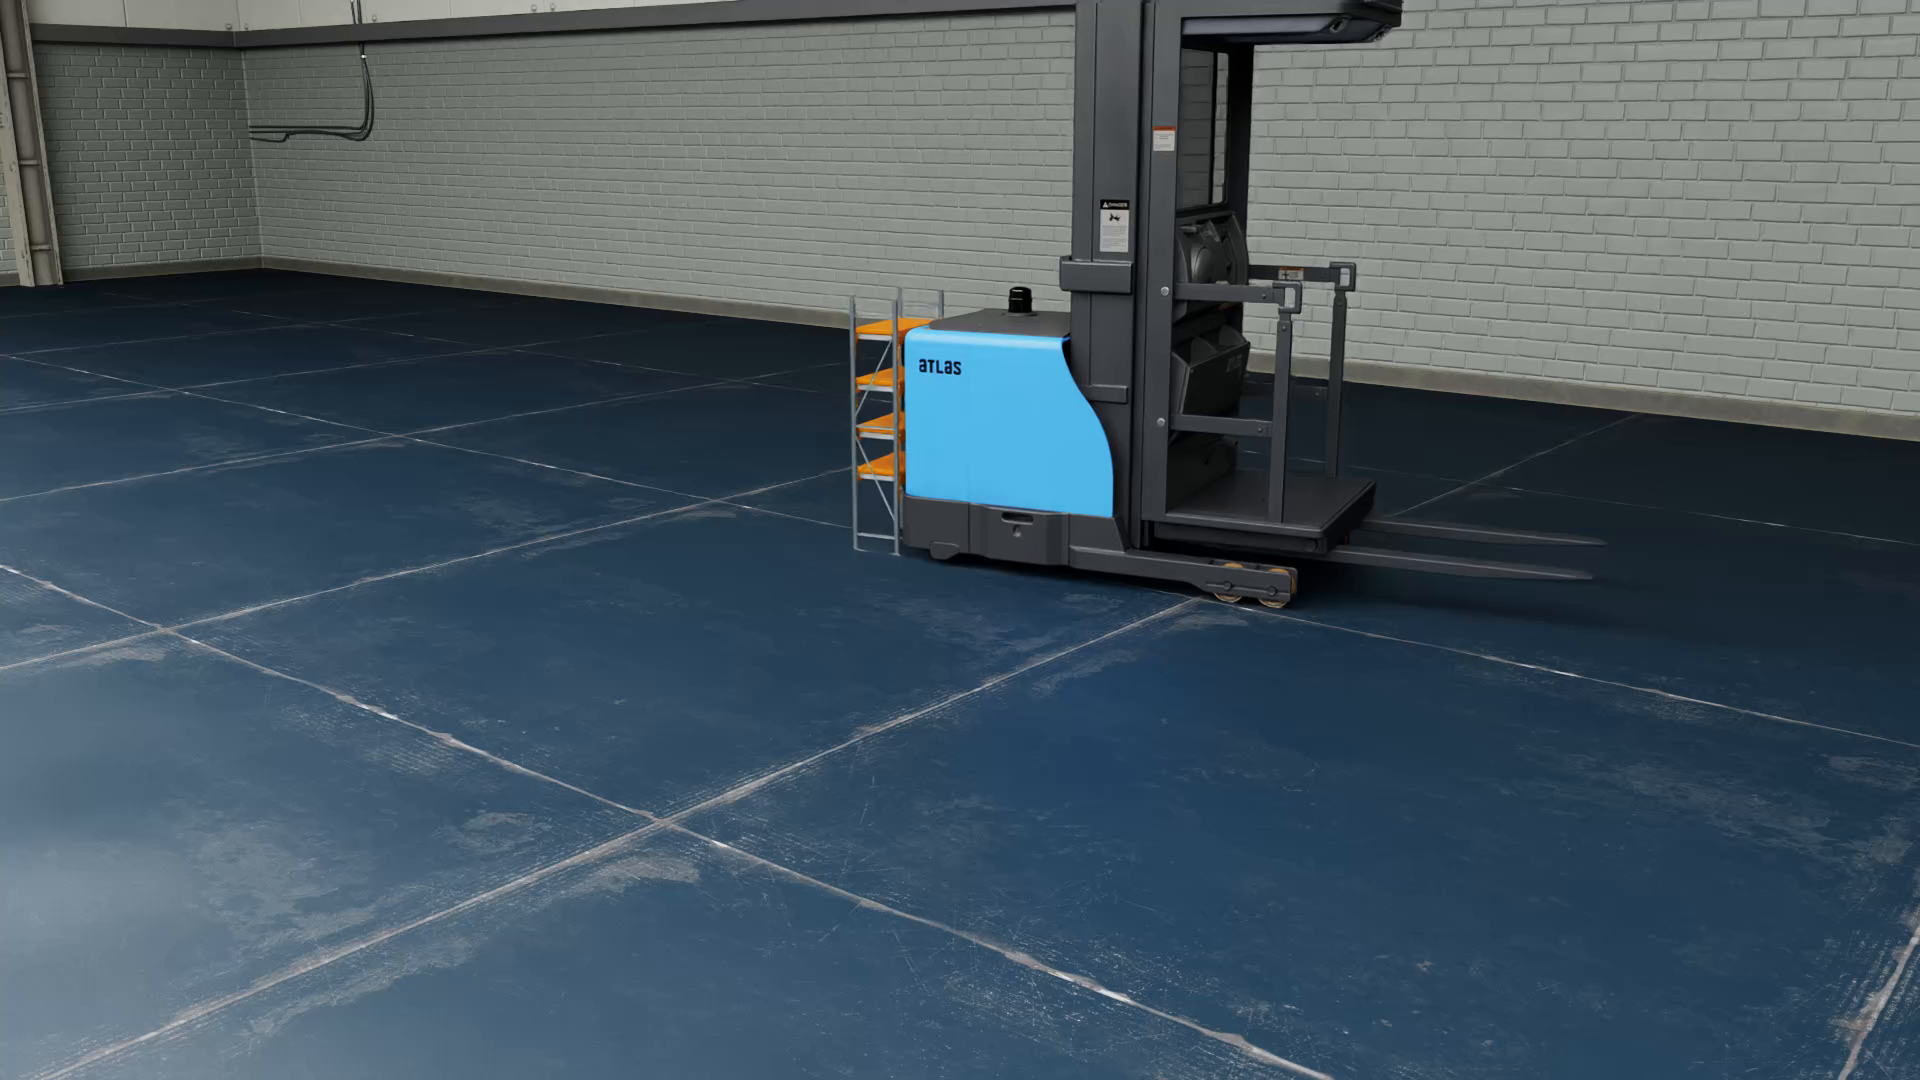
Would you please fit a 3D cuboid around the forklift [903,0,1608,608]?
[{"bbox_3d":[1.291,-1.283,7.222,3.031,2.935,1.130,7,16,24],"label":"forklift"}]

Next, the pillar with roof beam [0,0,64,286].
[{"bbox_3d":[-8.002,-6.853,16.824,9.100,9.000,0.400,11,18,38],"label":"pillar with roof beam"}]

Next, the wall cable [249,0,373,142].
[{"bbox_3d":[-8.471,-6.374,21.244,3.097,2.526,0.112,11,18,38],"label":"wall cable"}]

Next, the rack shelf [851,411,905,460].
[{"bbox_3d":[-0.293,-0.510,7.967,0.258,0.148,0.480,6,16,24],"label":"rack shelf"}]

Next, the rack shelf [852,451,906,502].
[{"bbox_3d":[-0.293,-0.318,8.016,0.258,0.148,0.480,6,16,24],"label":"rack shelf"}]

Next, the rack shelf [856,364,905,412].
[{"bbox_3d":[-0.293,-0.727,7.912,0.258,0.148,0.480,6,16,24],"label":"rack shelf"}]

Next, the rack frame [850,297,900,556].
[{"bbox_3d":[-0.395,-0.521,7.736,0.240,1.200,0.015,6,16,24],"label":"rack frame"}]

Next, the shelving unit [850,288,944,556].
[{"bbox_3d":[-0.293,-0.575,7.951,0.258,1.200,0.503,6,16,24],"label":"shelving unit"}]

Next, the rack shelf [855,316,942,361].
[{"bbox_3d":[-0.293,-0.956,7.854,0.258,0.148,0.480,6,16,24],"label":"rack shelf"}]

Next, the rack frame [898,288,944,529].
[{"bbox_3d":[-0.190,-0.630,8.165,0.240,1.200,0.015,6,16,24],"label":"rack frame"}]
